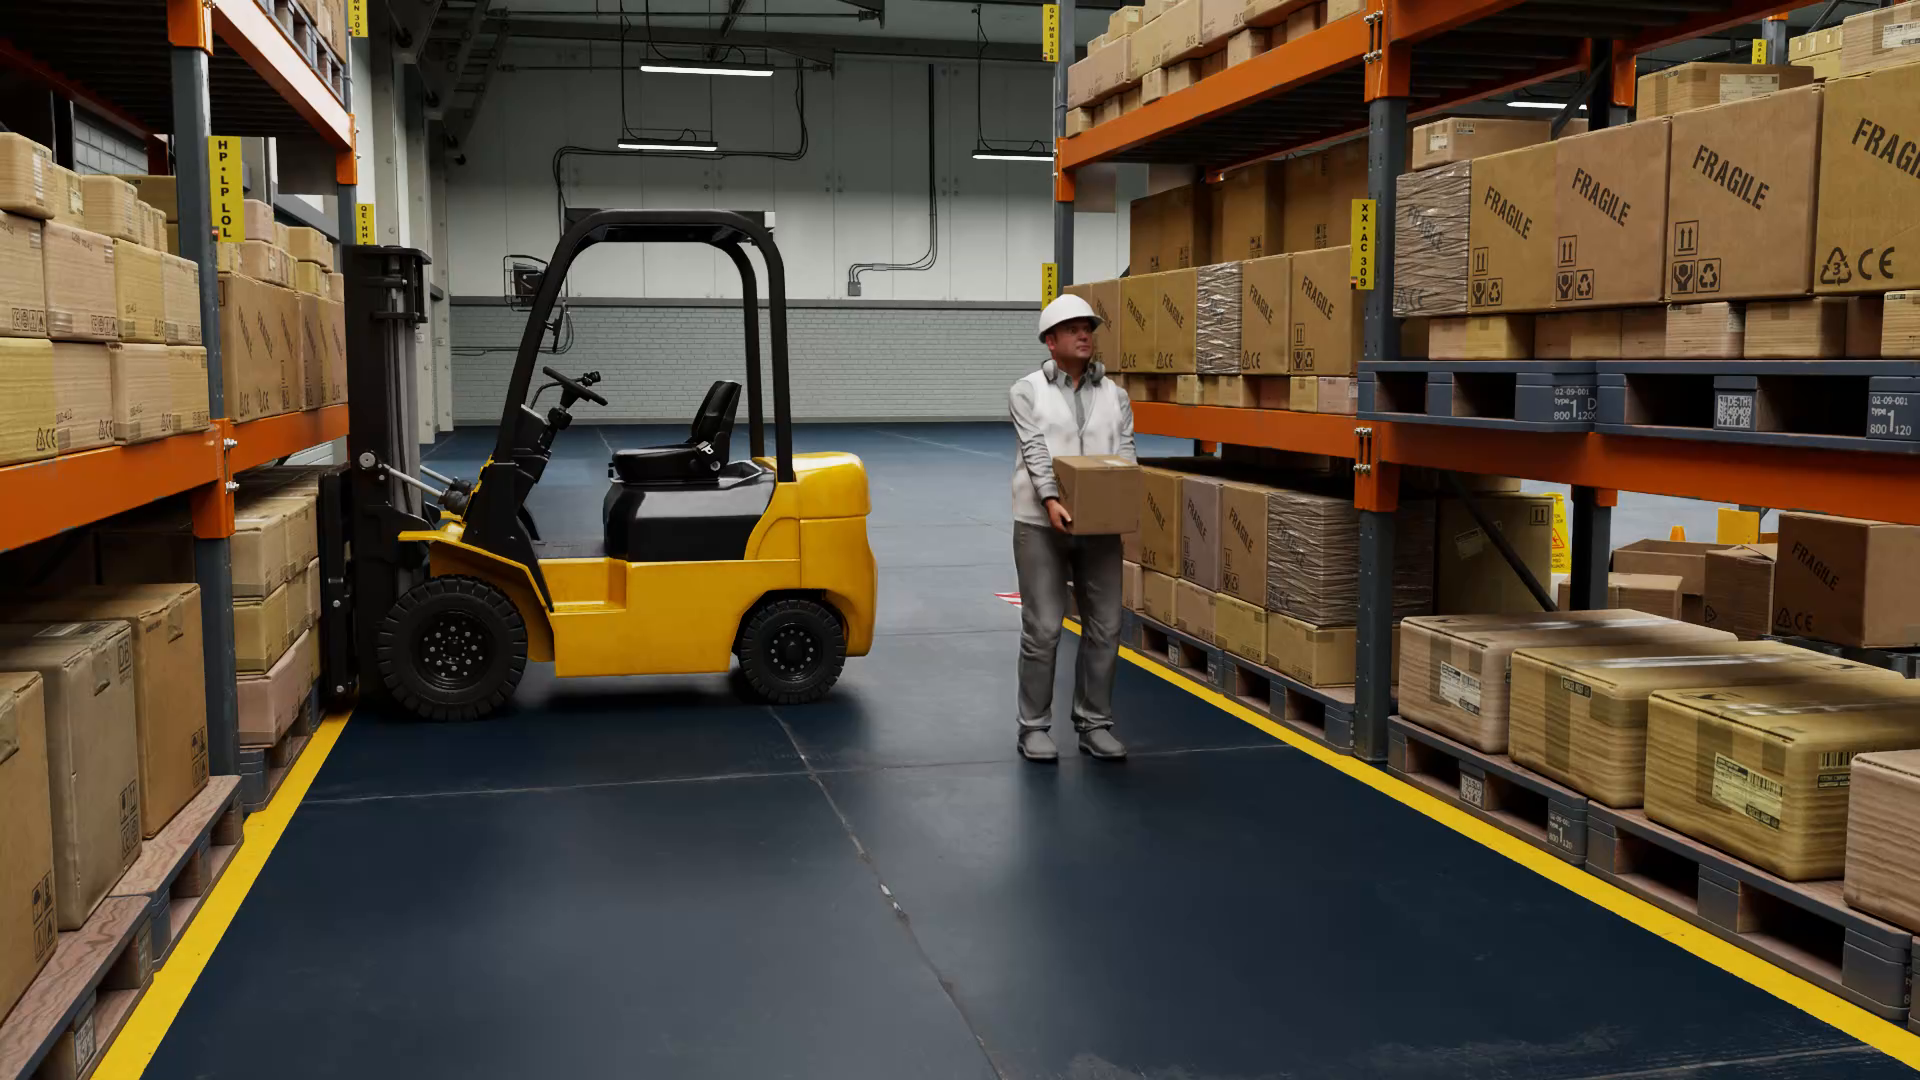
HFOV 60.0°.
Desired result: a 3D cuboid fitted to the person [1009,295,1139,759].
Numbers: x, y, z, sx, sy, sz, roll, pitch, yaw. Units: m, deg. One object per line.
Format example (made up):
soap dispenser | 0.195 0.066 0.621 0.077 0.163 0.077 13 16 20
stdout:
person | 0.457 -0.047 6.308 0.494 1.762 0.565 -2 6 -17
